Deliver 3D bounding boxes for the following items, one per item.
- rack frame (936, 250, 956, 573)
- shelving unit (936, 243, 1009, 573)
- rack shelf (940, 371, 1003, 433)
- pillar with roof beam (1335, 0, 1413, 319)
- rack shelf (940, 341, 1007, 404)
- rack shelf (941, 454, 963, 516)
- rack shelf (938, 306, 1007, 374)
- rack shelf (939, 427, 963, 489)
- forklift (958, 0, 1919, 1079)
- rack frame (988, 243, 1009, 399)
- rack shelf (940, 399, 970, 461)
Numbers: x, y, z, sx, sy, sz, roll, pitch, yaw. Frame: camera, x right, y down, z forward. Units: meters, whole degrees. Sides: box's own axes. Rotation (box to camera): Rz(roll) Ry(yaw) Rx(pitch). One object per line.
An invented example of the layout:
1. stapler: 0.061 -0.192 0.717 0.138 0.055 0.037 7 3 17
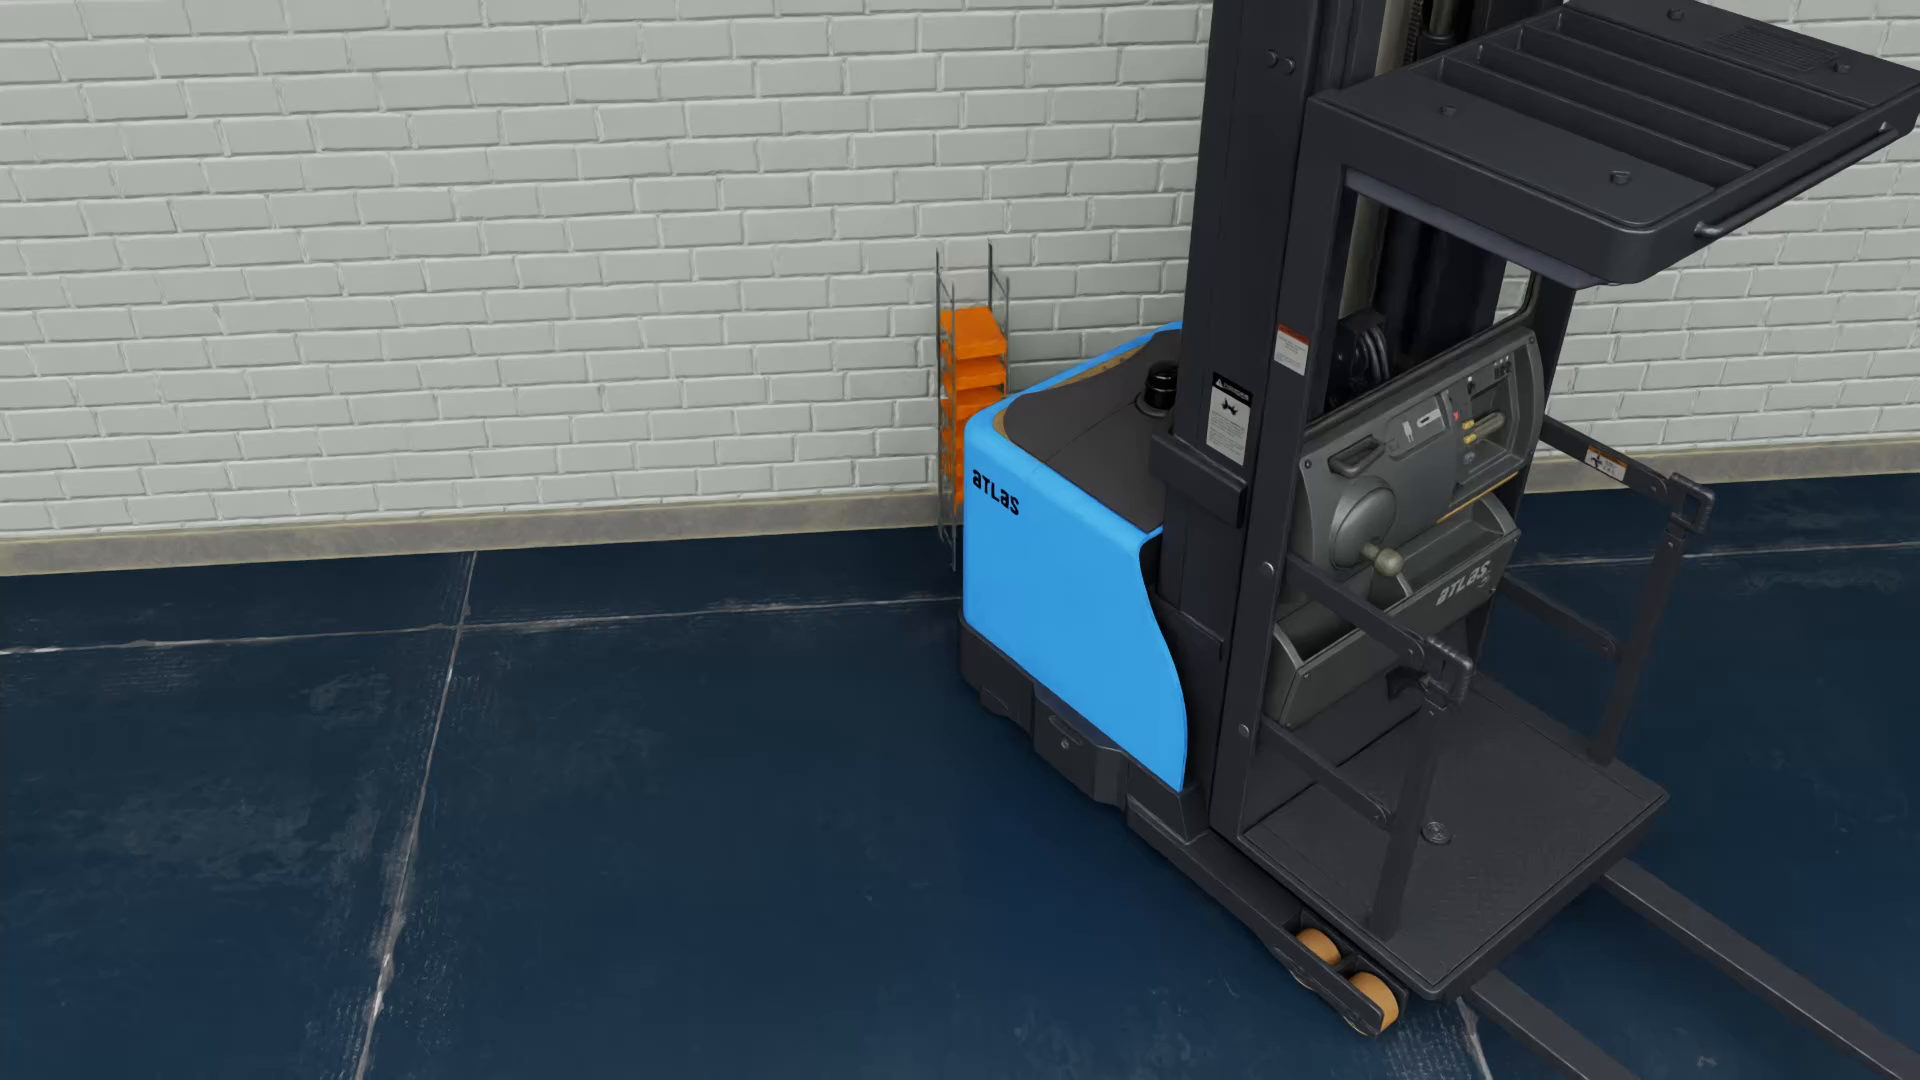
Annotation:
1. rack frame: -0.048 -0.423 5.817 0.006 1.200 0.240 -9 39 -11
2. shelving unit: 0.041 -0.437 5.835 0.189 1.200 0.258 -9 39 -11
3. rack shelf: 0.040 -0.496 5.788 0.180 0.103 0.258 -9 39 -11
4. pillar with roof beam: 1.578 -0.929 0.163 0.400 9.000 9.100 -3 38 -4
5. rack shelf: 0.040 -0.590 5.713 0.180 0.103 0.258 -9 39 -11
6. rack shelf: 0.041 -0.213 6.011 0.180 0.103 0.258 -9 39 -11
7. rack shelf: 0.040 -0.684 5.639 0.180 0.103 0.258 -9 39 -11
8. rack shelf: 0.041 -0.308 5.936 0.180 0.103 0.258 -9 39 -11
9. forklift: 1.316 -0.158 4.084 1.130 2.935 3.031 -27 46 -30
10. rack frame: 0.129 -0.450 5.852 0.006 1.200 0.240 -9 39 -11
11. rack shelf: 0.041 -0.402 5.862 0.180 0.103 0.258 -9 39 -11
